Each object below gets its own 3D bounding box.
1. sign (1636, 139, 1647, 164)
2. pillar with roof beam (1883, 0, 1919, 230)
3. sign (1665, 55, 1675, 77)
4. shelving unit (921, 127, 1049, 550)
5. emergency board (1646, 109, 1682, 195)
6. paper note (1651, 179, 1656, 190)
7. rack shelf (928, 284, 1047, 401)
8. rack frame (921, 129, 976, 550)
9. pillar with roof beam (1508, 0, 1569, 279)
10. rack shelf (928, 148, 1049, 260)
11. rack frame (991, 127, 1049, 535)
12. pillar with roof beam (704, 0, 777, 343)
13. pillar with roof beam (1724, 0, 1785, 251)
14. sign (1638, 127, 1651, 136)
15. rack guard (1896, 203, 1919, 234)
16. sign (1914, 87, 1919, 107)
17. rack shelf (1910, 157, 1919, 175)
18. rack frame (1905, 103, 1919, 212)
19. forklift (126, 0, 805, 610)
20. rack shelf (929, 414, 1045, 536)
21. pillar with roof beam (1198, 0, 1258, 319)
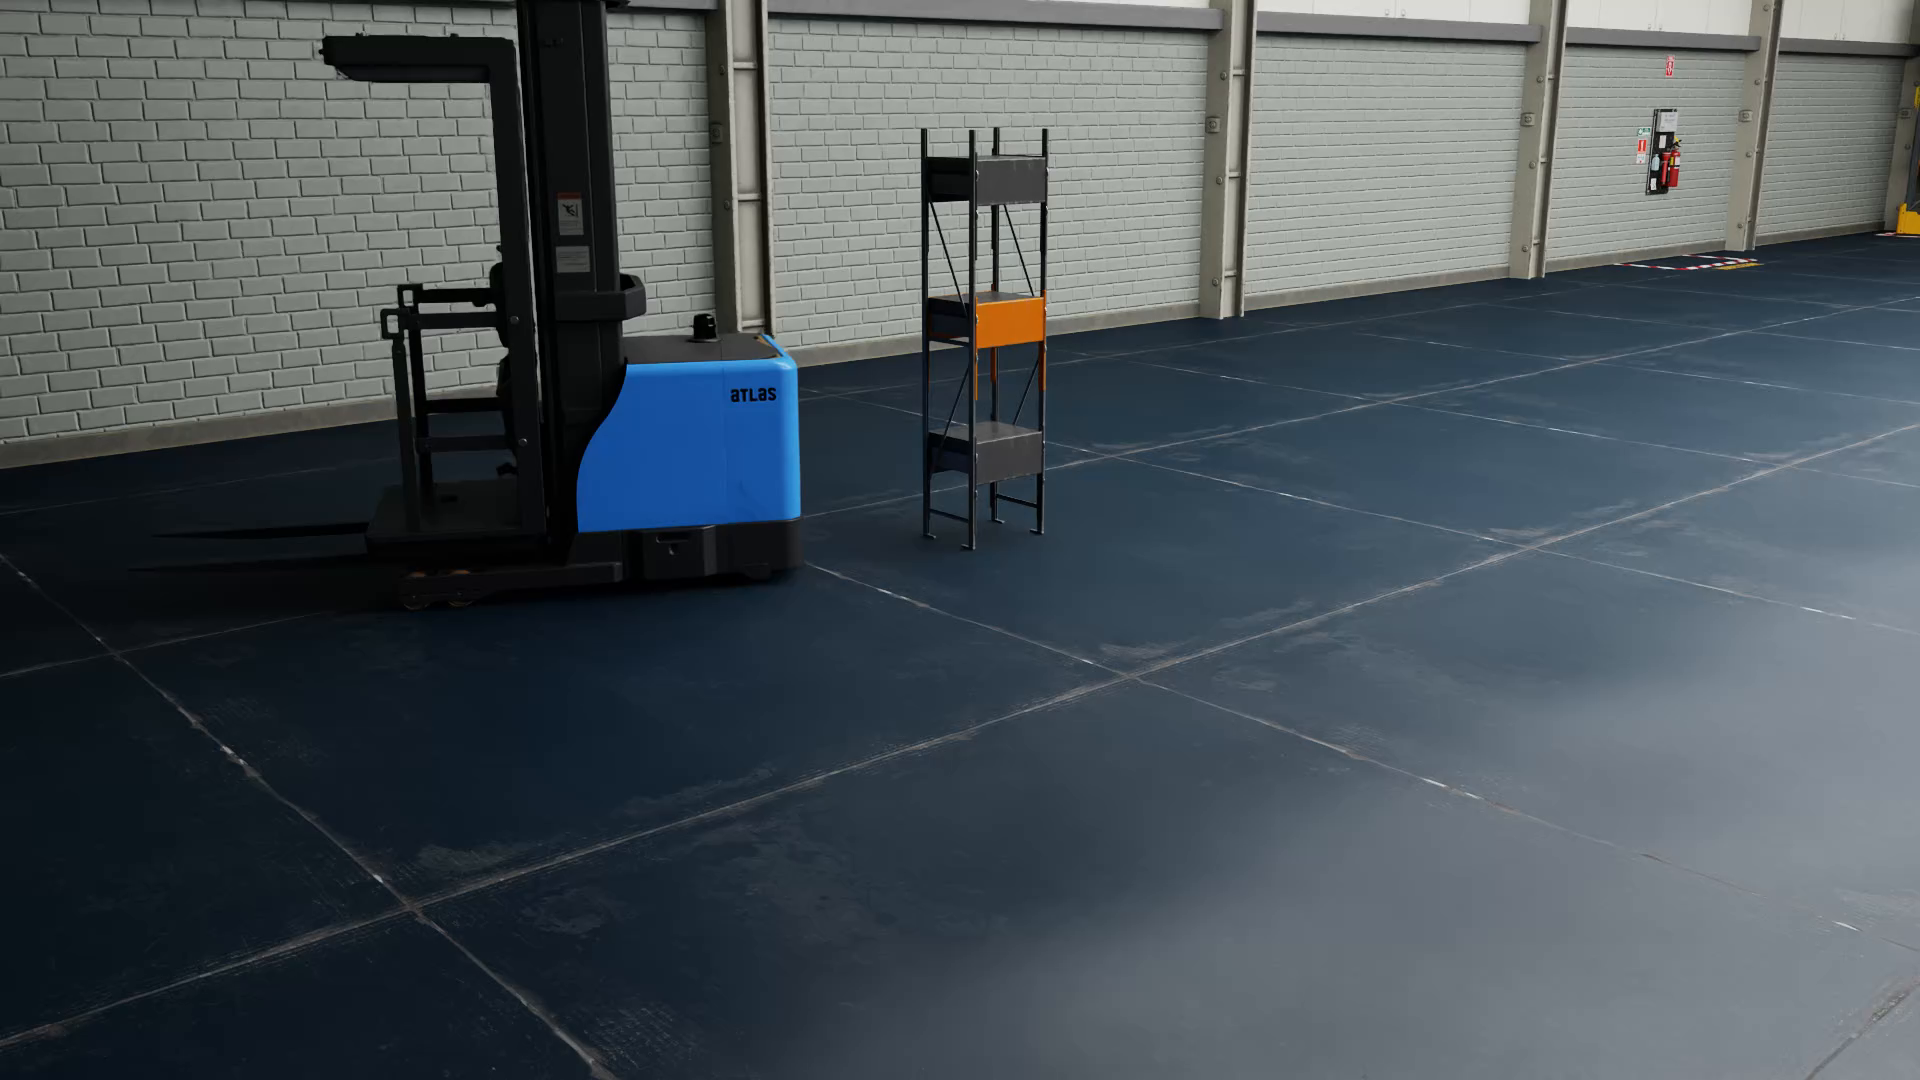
[{"bbox_3d":[9.443,-5.387,23.035,0.234,0.329,0.001,-13,19,-39],"label":"sign"},{"bbox_3d":[19.170,-8.931,24.748,0.400,9.000,9.100,-13,19,-39],"label":"pillar with roof beam"},{"bbox_3d":[9.857,-6.581,23.084,0.199,0.298,0.001,-13,19,-39],"label":"sign"},{"bbox_3d":[0.125,-1.042,8.584,0.503,2.100,0.431,-13,19,-39],"label":"shelving unit"},{"bbox_3d":[9.928,-5.443,23.315,0.643,1.169,0.194,-13,19,-39],"label":"emergency board"},{"bbox_3d":[9.749,-5.001,23.367,0.142,0.148,0.016,-13,19,-39],"label":"paper note"},{"bbox_3d":[0.125,-1.029,8.587,0.480,0.518,0.431,-13,19,-39],"label":"rack shelf"},{"bbox_3d":[-0.059,-1.001,8.429,0.015,2.100,0.400,-13,19,-39],"label":"rack frame"},{"bbox_3d":[10.117,-6.898,17.138,0.400,9.000,9.100,-13,19,-39],"label":"pillar with roof beam"},{"bbox_3d":[0.125,-1.706,8.407,0.480,0.518,0.431,-13,19,-39],"label":"rack shelf"},{"bbox_3d":[0.309,-1.084,8.739,0.015,2.100,0.400,-13,19,-39],"label":"rack frame"},{"bbox_3d":[1.065,-4.865,9.527,0.400,9.000,9.100,-13,19,-39],"label":"pillar with roof beam"},{"bbox_3d":[14.643,-7.915,20.943,0.400,9.000,9.100,-13,19,-39],"label":"pillar with roof beam"},{"bbox_3d":[9.453,-5.642,22.963,0.331,0.109,0.001,-13,19,-39],"label":"sign"},{"bbox_3d":[16.441,-5.389,27.956,0.348,0.500,1.175,-13,19,-39],"label":"rack guard"},{"bbox_3d":[16.034,-7.407,27.813,0.005,0.325,0.100,-13,19,-39],"label":"sign"},{"bbox_3d":[17.892,-6.575,28.947,4.000,0.370,1.077,-13,19,-39],"label":"rack shelf"},{"bbox_3d":[16.384,-6.584,27.586,0.127,3.000,1.000,-13,19,-39],"label":"rack frame"},{"bbox_3d":[-2.326,-1.249,7.748,3.031,2.935,1.130,-4,15,-14],"label":"forklift"},{"bbox_3d":[0.125,-0.353,8.768,0.480,0.518,0.431,-13,19,-39],"label":"rack shelf"},{"bbox_3d":[5.591,-5.882,13.333,0.400,9.000,9.100,-13,19,-39],"label":"pillar with roof beam"}]
